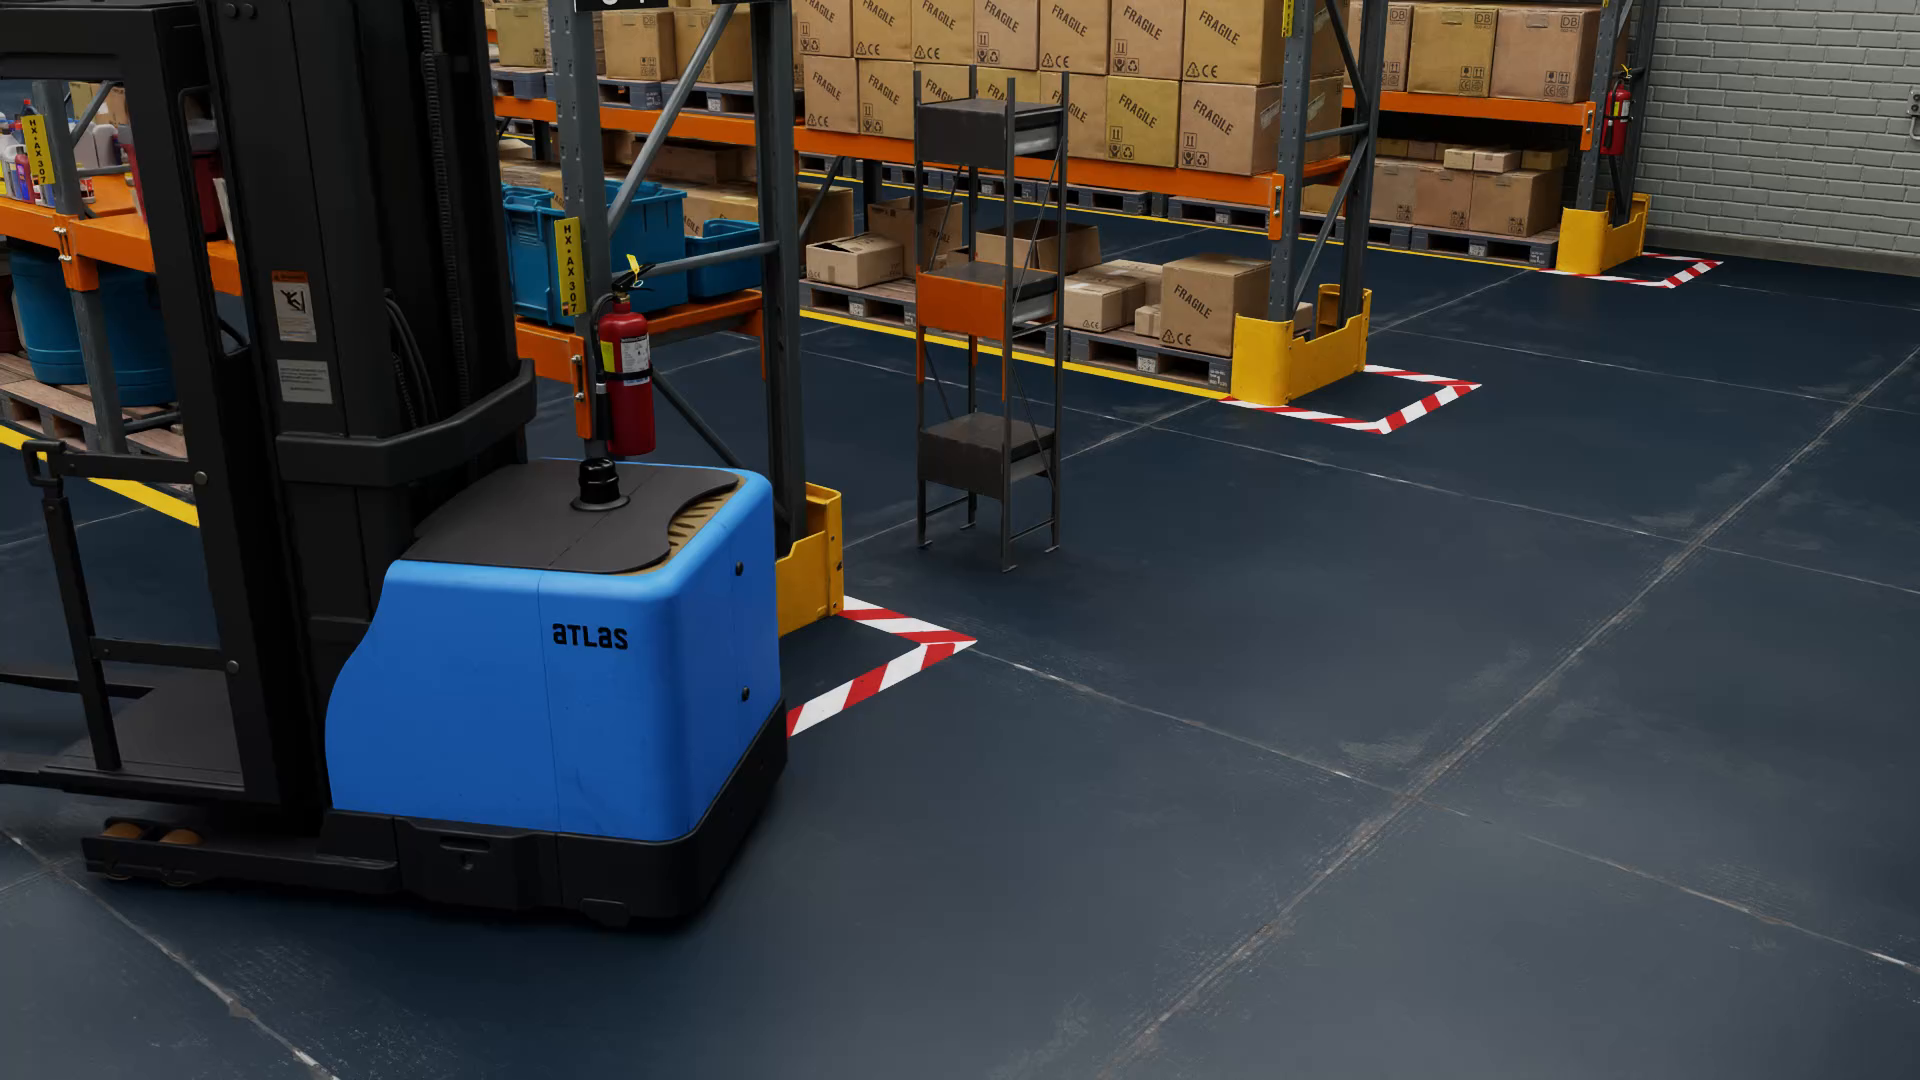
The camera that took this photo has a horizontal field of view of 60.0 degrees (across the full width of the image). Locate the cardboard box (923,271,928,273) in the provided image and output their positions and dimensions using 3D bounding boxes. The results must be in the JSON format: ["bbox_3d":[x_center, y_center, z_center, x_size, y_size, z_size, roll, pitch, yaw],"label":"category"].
[{"bbox_3d":[-0.084,-1.786,11.544,0.250,0.166,0.380,16,26,36],"label":"cardboard box"}]

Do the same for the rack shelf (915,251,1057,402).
[{"bbox_3d":[0.128,-0.933,7.205,0.480,0.518,0.431,16,26,36],"label":"rack shelf"}]

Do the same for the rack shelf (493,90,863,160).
[{"bbox_3d":[-2.499,-3.358,13.342,4.000,0.370,1.077,16,26,36],"label":"rack shelf"}]

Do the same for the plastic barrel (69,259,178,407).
[{"bbox_3d":[-4.495,-1.236,9.074,0.708,0.901,0.600,16,26,36],"label":"plastic barrel"}]

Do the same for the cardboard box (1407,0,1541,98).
[{"bbox_3d":[4.307,-4.122,13.922,0.700,0.700,0.980,16,26,36],"label":"cardboard box"}]

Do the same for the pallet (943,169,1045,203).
[{"bbox_3d":[0.585,-3.723,17.240,1.213,0.211,1.003,16,26,36],"label":"pallet"}]

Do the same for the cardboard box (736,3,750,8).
[{"bbox_3d":[-2.269,-6.123,18.888,0.500,0.500,0.700,16,26,36],"label":"cardboard box"}]

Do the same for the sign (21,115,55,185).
[{"bbox_3d":[-4.433,-1.875,7.997,0.005,0.325,0.100,16,26,36],"label":"sign"}]

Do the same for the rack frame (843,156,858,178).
[{"bbox_3d":[-0.919,-5.496,17.991,0.127,3.000,1.000,16,26,36],"label":"rack frame"}]

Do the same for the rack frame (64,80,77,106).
[{"bbox_3d":[-10.246,-5.926,19.131,0.127,3.000,1.000,16,26,36],"label":"rack frame"}]

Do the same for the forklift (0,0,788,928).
[{"bbox_3d":[-2.139,-0.519,4.891,3.031,2.935,1.130,4,21,10],"label":"forklift"}]

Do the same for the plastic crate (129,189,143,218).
[{"bbox_3d":[-3.814,-1.657,8.100,0.243,0.136,0.396,16,26,36],"label":"plastic crate"}]

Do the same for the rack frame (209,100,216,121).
[{"bbox_3d":[-7.147,-5.033,16.765,0.127,3.000,1.000,16,26,36],"label":"rack frame"}]

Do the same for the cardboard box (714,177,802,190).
[{"bbox_3d":[-1.590,-2.575,13.166,0.500,0.500,0.500,17,26,37],"label":"cardboard box"}]

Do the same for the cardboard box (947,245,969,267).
[{"bbox_3d":[0.253,-1.980,11.853,0.500,0.311,0.500,16,26,36],"label":"cardboard box"}]

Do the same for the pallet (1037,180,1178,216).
[{"bbox_3d":[1.535,-3.450,16.519,1.213,0.211,1.003,16,26,36],"label":"pallet"}]

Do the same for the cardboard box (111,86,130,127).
[{"bbox_3d":[-8.811,-4.671,18.042,0.500,0.500,0.500,16,26,36],"label":"cardboard box"}]

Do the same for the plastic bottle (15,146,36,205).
[{"bbox_3d":[-4.802,-1.880,8.567,0.133,0.283,0.061,16,26,36],"label":"plastic bottle"}]

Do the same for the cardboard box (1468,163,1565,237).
[{"bbox_3d":[4.673,-2.867,13.967,0.500,0.500,0.700,16,26,36],"label":"cardboard box"}]

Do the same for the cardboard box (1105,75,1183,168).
[{"bbox_3d":[1.227,-2.543,10.020,0.500,0.500,0.500,16,26,37],"label":"cardboard box"}]

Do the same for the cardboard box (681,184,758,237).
[{"bbox_3d":[-1.890,-2.429,12.778,0.500,0.500,0.500,16,26,36],"label":"cardboard box"}]

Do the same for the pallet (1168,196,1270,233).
[{"bbox_3d":[2.720,-3.108,15.610,1.213,0.211,1.003,16,26,36],"label":"pallet"}]

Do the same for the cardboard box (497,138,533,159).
[{"bbox_3d":[-4.268,-3.511,15.233,0.500,0.311,0.500,17,27,38],"label":"cardboard box"}]

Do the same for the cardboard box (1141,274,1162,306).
[{"bbox_3d":[1.520,-1.586,10.896,0.500,0.250,0.500,16,26,36],"label":"cardboard box"}]

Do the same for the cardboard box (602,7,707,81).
[{"bbox_3d":[-2.357,-3.869,12.941,0.500,0.500,0.700,9,23,23],"label":"cardboard box"}]

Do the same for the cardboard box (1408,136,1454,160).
[{"bbox_3d":[4.113,-3.423,14.521,0.250,0.149,0.380,17,26,37],"label":"cardboard box"}]

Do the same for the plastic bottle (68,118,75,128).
[{"bbox_3d":[-5.247,-2.356,9.847,0.097,0.271,0.097,0,21,0],"label":"plastic bottle"}]

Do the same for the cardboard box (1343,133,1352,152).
[{"bbox_3d":[3.517,-3.594,14.975,0.250,0.149,0.380,16,26,37],"label":"cardboard box"}]

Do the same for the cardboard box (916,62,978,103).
[{"bbox_3d":[0.058,-2.882,10.917,0.500,0.500,0.500,16,26,36],"label":"cardboard box"}]

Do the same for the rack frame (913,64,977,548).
[{"bbox_3d":[-0.061,-1.000,7.344,0.015,2.100,0.400,16,26,36],"label":"rack frame"}]

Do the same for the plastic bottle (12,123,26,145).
[{"bbox_3d":[-5.055,-2.069,8.973,0.185,0.351,0.144,16,26,36],"label":"plastic bottle"}]

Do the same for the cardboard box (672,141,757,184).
[{"bbox_3d":[-1.945,-3.033,13.317,0.500,0.250,0.500,16,26,36],"label":"cardboard box"}]

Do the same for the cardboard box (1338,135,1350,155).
[{"bbox_3d":[3.249,-3.496,14.717,0.250,0.149,0.380,15,25,35],"label":"cardboard box"}]

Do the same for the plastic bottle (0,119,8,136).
[{"bbox_3d":[-5.966,-2.530,10.409,0.097,0.201,0.097,0,21,0],"label":"plastic bottle"}]

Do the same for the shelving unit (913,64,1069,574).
[{"bbox_3d":[0.128,-0.946,7.200,0.503,2.100,0.431,16,26,36],"label":"shelving unit"}]

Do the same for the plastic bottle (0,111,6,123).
[{"bbox_3d":[-6.042,-2.585,10.454,0.097,0.271,0.097,0,21,0],"label":"plastic bottle"}]

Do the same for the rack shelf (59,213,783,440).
[{"bbox_3d":[-2.535,-1.113,7.387,4.000,0.370,1.077,16,26,36],"label":"rack shelf"}]

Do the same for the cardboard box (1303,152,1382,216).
[{"bbox_3d":[3.478,-3.208,14.870,0.500,0.500,0.700,17,26,37],"label":"cardboard box"}]

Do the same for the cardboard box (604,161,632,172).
[{"bbox_3d":[-2.774,-2.917,14.072,0.500,0.500,0.500,15,25,34],"label":"cardboard box"}]

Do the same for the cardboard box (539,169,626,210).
[{"bbox_3d":[-3.082,-2.769,13.679,0.500,0.500,0.500,16,26,36],"label":"cardboard box"}]

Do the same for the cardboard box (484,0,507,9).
[{"bbox_3d":[-5.756,-7.040,21.208,0.500,0.500,0.500,17,27,38],"label":"cardboard box"}]

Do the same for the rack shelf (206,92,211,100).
[{"bbox_3d":[-8.696,-5.143,18.075,4.000,0.370,1.077,16,26,36],"label":"rack shelf"}]

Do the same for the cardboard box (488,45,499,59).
[{"bbox_3d":[-4.302,-4.192,14.661,0.500,0.311,0.500,18,27,40],"label":"cardboard box"}]

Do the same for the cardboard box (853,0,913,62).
[{"bbox_3d":[-0.362,-3.466,11.050,0.500,0.500,0.500,15,25,35],"label":"cardboard box"}]

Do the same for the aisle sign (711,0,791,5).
[{"bbox_3d":[-0.742,-2.285,5.791,0.004,0.787,0.394,16,26,36],"label":"aisle sign"}]

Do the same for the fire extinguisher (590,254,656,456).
[{"bbox_3d":[-1.156,-0.634,5.738,0.183,0.674,0.296,16,26,36],"label":"fire extinguisher"}]

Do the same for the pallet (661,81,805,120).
[{"bbox_3d":[-1.499,-3.367,12.618,1.213,0.211,1.003,16,26,36],"label":"pallet"}]

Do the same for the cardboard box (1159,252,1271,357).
[{"bbox_3d":[1.573,-1.446,10.172,0.500,0.500,0.500,16,26,36],"label":"cardboard box"}]

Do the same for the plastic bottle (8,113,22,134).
[{"bbox_3d":[-5.662,-2.424,10.010,0.133,0.283,0.061,16,26,36],"label":"plastic bottle"}]

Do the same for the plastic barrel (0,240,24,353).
[{"bbox_3d":[-5.918,-1.500,10.216,0.708,0.588,0.600,16,26,36],"label":"plastic barrel"}]

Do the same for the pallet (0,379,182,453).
[{"bbox_3d":[-4.655,-0.774,9.422,1.213,0.211,1.003,16,26,36],"label":"pallet"}]

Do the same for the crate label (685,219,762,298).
[{"bbox_3d":[-0.968,-1.098,6.481,0.303,0.233,0.416,16,26,36],"label":"crate label"}]

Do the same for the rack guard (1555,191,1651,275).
[{"bbox_3d":[5.298,-2.536,13.685,0.348,0.500,1.175,16,26,36],"label":"rack guard"}]

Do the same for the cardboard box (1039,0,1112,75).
[{"bbox_3d":[0.834,-3.122,10.137,0.500,0.500,0.500,17,26,38],"label":"cardboard box"}]

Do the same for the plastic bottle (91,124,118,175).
[{"bbox_3d":[-4.919,-2.251,9.563,0.135,0.276,0.152,16,26,36],"label":"plastic bottle"}]

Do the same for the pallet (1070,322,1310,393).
[{"bbox_3d":[1.473,-1.246,10.673,1.213,0.211,1.003,16,26,36],"label":"pallet"}]

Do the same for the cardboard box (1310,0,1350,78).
[{"bbox_3d":[1.973,-3.042,9.925,0.500,0.500,0.500,17,27,38],"label":"cardboard box"}]

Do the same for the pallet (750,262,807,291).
[{"bbox_3d":[-1.603,-2.115,12.978,1.213,0.211,1.003,16,26,36],"label":"pallet"}]

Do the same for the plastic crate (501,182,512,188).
[{"bbox_3d":[-2.221,-1.459,7.437,0.300,0.233,0.416,16,26,36],"label":"plastic crate"}]

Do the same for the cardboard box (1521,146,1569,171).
[{"bbox_3d":[4.897,-3.197,13.924,0.250,0.149,0.380,16,26,37],"label":"cardboard box"}]
